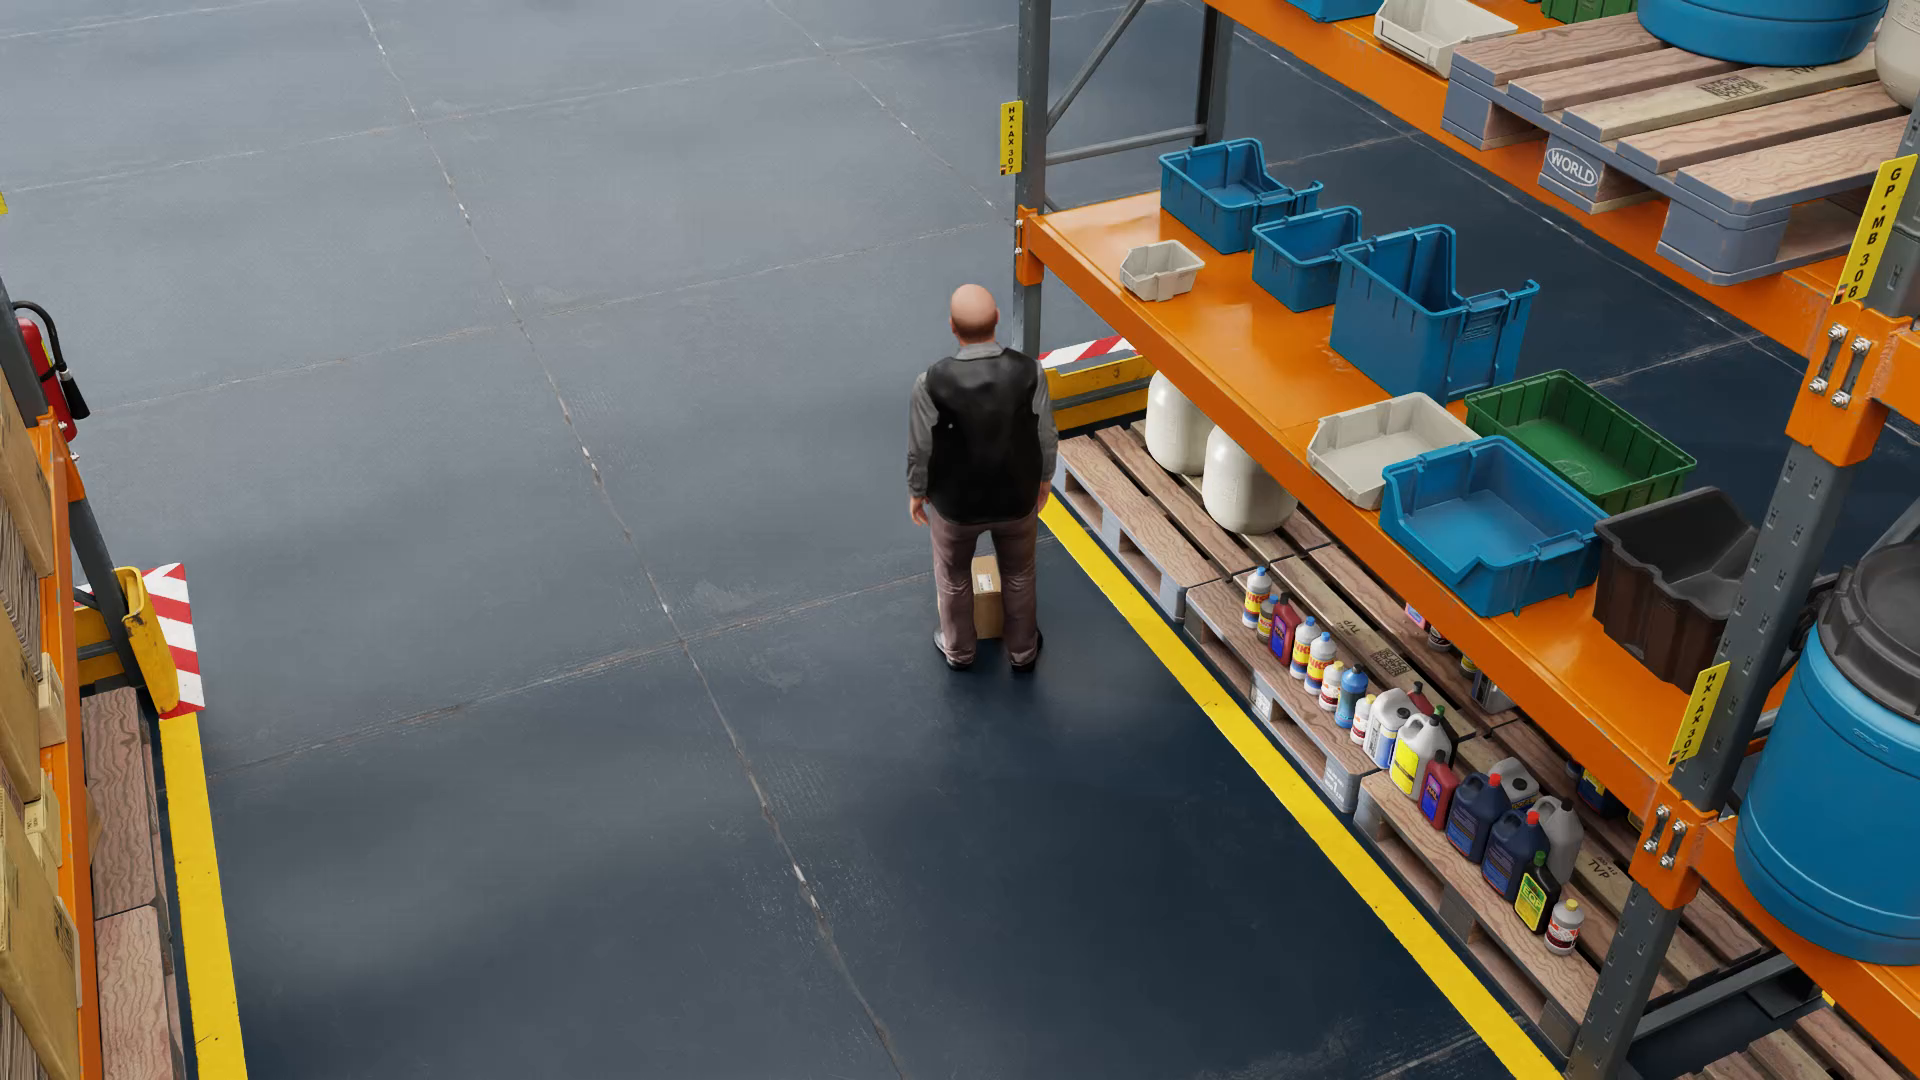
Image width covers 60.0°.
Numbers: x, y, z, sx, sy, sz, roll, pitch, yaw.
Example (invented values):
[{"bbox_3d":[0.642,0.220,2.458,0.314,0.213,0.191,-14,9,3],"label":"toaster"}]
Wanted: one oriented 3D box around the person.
[{"bbox_3d":[0.079,-0.184,6.415,0.582,1.718,0.475,-6,37,-8],"label":"person"}]
